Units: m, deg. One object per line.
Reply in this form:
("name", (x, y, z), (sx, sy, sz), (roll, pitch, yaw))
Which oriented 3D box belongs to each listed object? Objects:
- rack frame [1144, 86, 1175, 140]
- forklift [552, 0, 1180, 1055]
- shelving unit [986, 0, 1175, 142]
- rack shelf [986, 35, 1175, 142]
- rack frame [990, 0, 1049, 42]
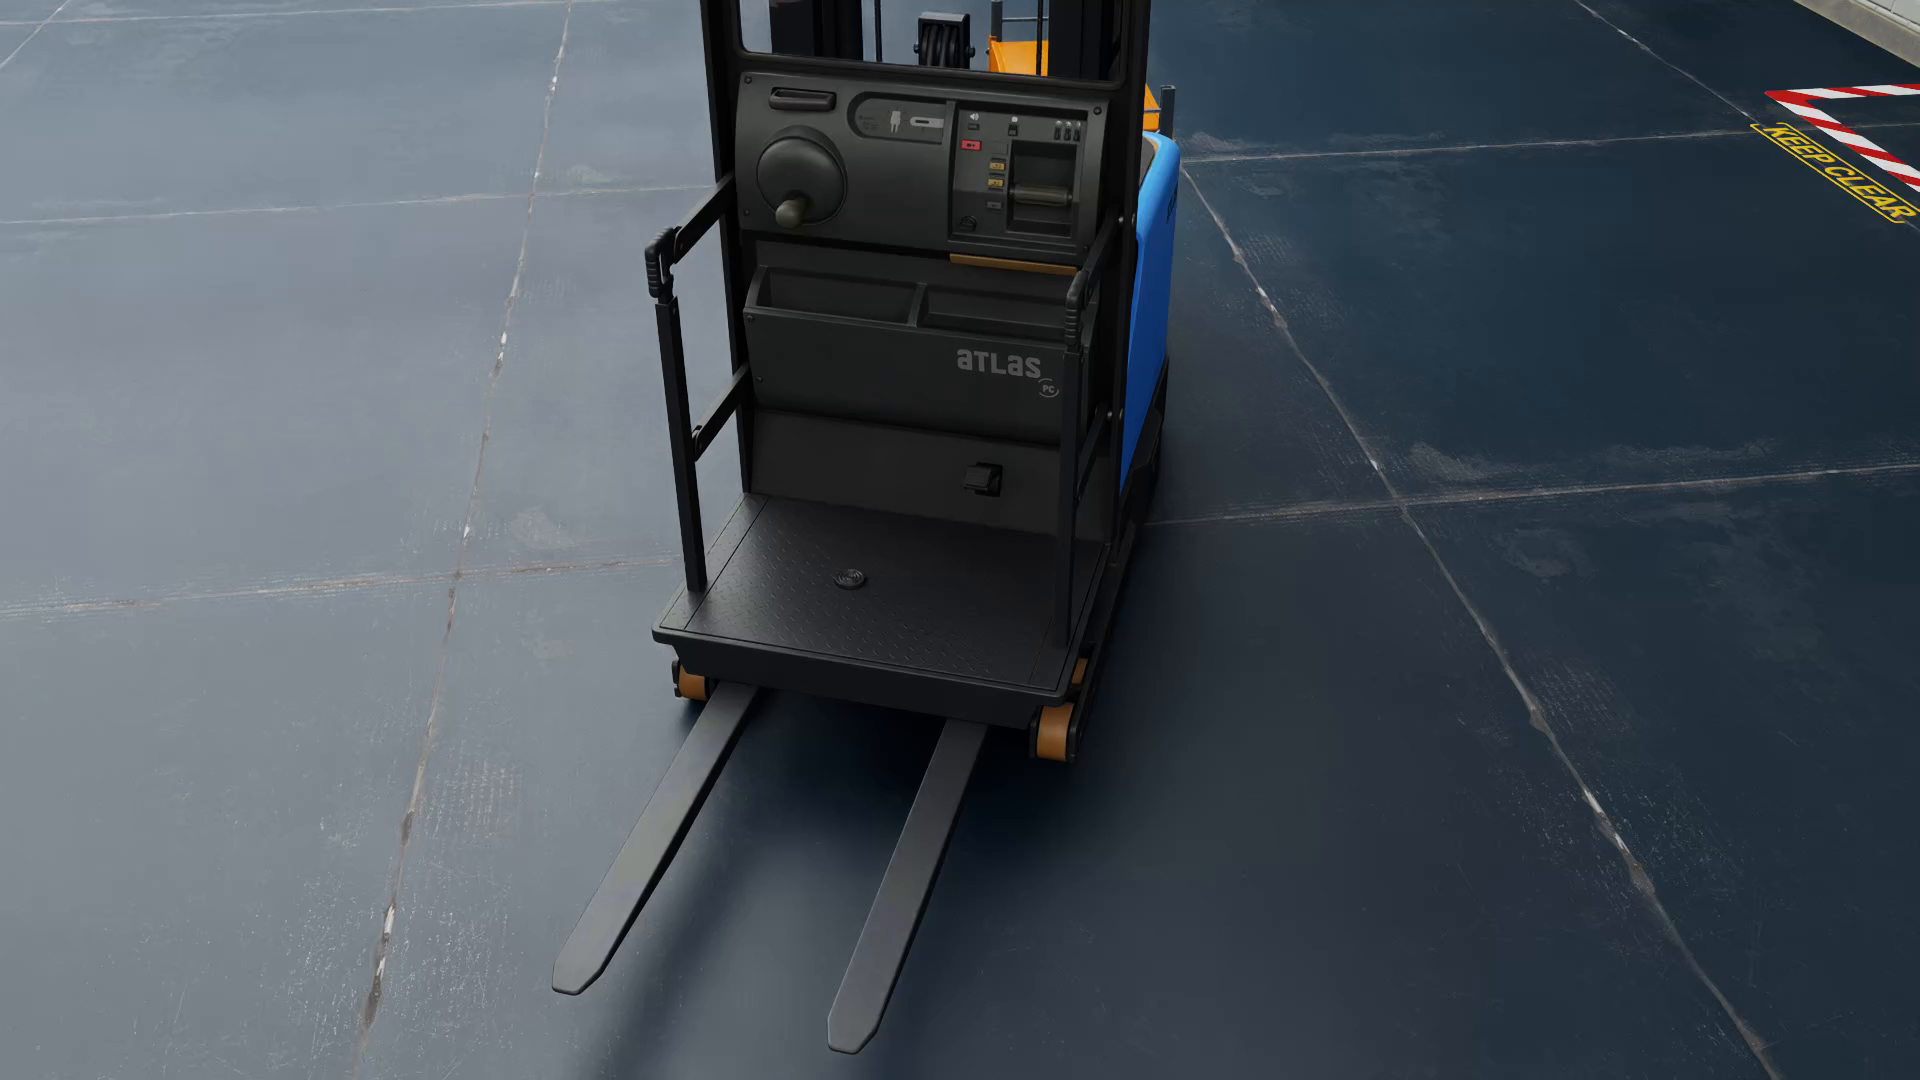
("rack frame", (0.450, -0.999, 5.717), (0.500, 1.125, 0.032), (-3, 34, -4))
("forklift", (-0.156, -0.867, 3.920), (1.130, 2.935, 3.031), (8, 35, 12))
("shelving unit", (0.408, -1.284, 6.136), (0.538, 1.125, 1.048), (-3, 34, -4))
("rack shelf", (0.408, -1.526, 5.971), (0.538, 0.278, 1.000), (-3, 34, -4))
("rack frame", (0.366, -1.570, 6.555), (0.500, 1.125, 0.032), (-3, 34, -4))
